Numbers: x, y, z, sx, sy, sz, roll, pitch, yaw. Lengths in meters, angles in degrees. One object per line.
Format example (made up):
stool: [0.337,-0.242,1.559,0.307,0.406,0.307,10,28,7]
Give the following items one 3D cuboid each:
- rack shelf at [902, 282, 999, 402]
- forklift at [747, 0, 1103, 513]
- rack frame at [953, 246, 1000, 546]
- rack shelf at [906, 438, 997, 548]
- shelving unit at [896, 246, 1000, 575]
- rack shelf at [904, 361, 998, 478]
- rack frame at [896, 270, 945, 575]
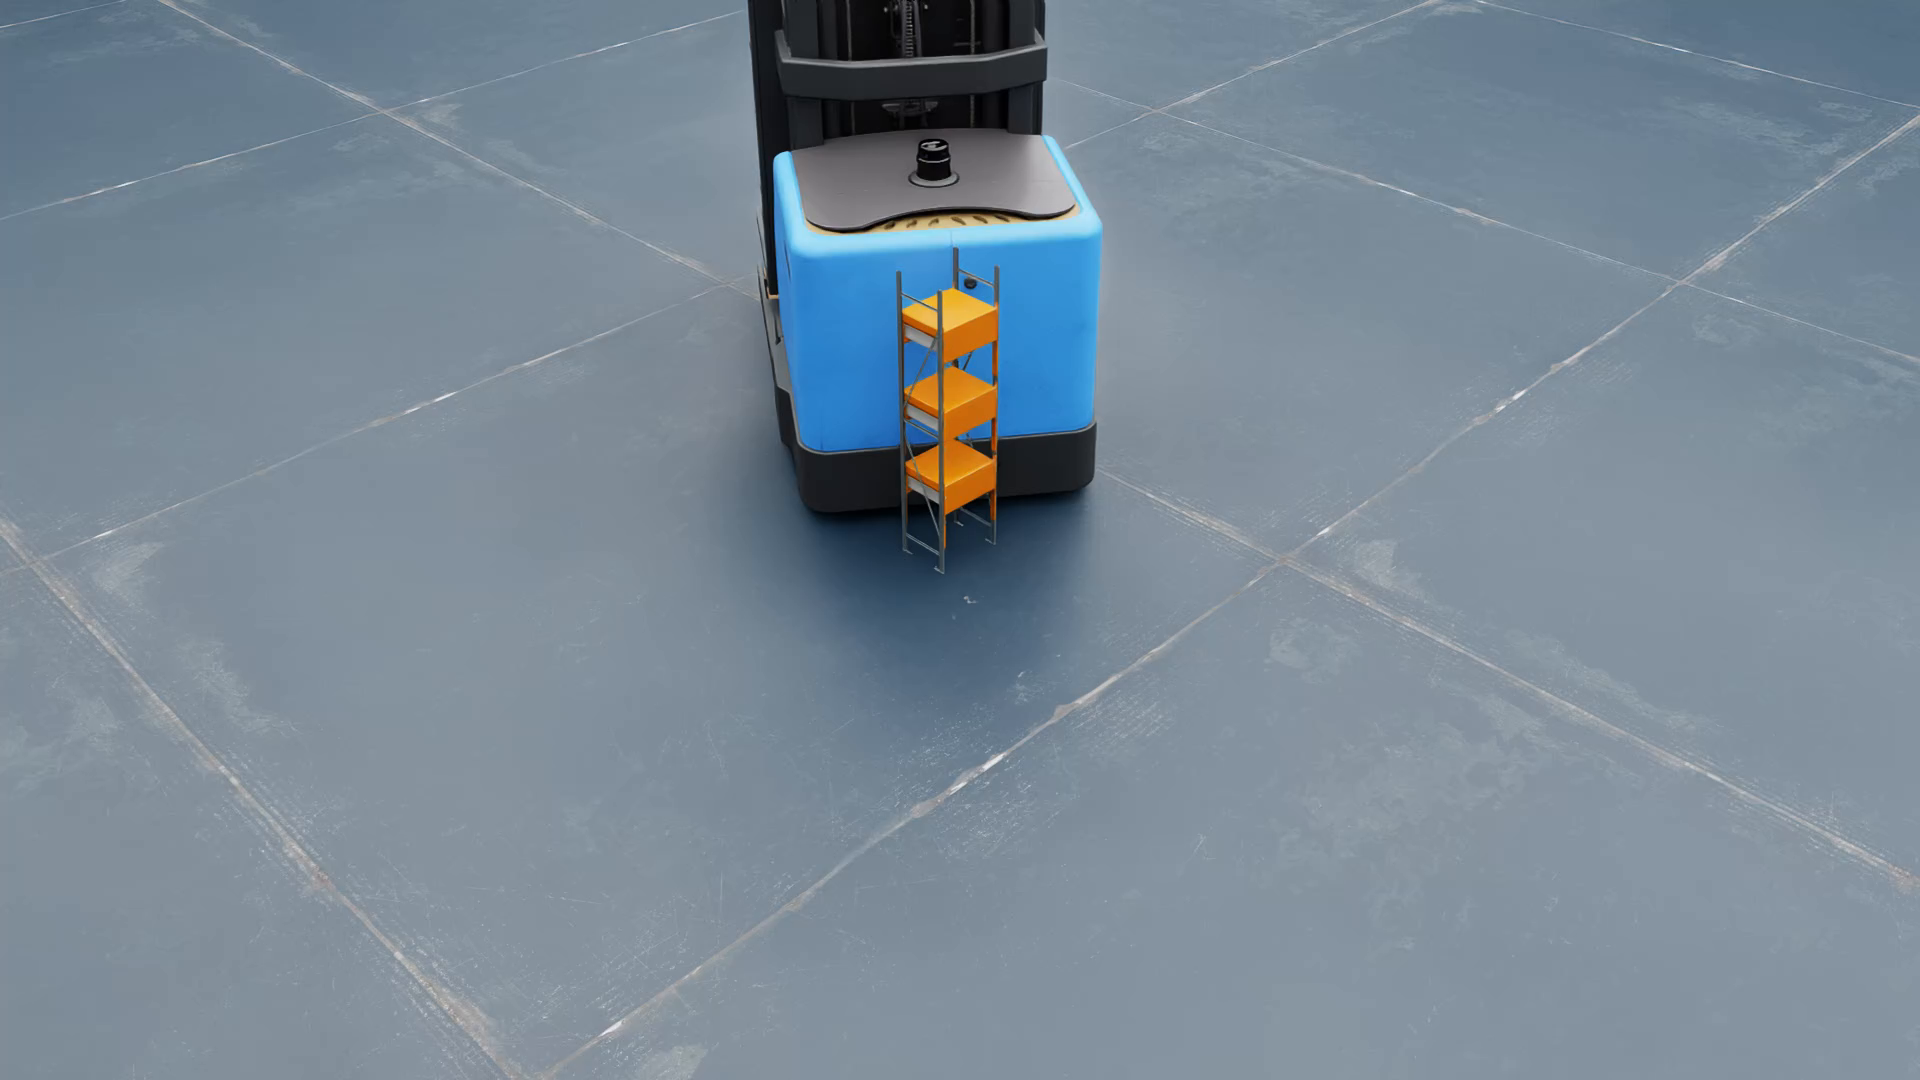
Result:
rack shelf: [-0.037,-0.628,5.255,0.240,0.259,0.215,-29,44,-35]
forklift: [-0.270,-2.132,6.244,1.130,2.935,3.031,-5,35,-8]
rack frame: [0.051,-0.453,5.481,0.008,1.050,0.200,-29,44,-35]
rack shelf: [-0.037,-0.167,5.577,0.240,0.259,0.215,-29,44,-35]
shelving unit: [-0.037,-0.404,5.412,0.252,1.050,0.215,-29,44,-35]
rack shelf: [-0.037,-0.395,5.418,0.240,0.259,0.215,-29,44,-35]
rack frame: [-0.124,-0.355,5.342,0.008,1.050,0.200,-29,44,-35]
